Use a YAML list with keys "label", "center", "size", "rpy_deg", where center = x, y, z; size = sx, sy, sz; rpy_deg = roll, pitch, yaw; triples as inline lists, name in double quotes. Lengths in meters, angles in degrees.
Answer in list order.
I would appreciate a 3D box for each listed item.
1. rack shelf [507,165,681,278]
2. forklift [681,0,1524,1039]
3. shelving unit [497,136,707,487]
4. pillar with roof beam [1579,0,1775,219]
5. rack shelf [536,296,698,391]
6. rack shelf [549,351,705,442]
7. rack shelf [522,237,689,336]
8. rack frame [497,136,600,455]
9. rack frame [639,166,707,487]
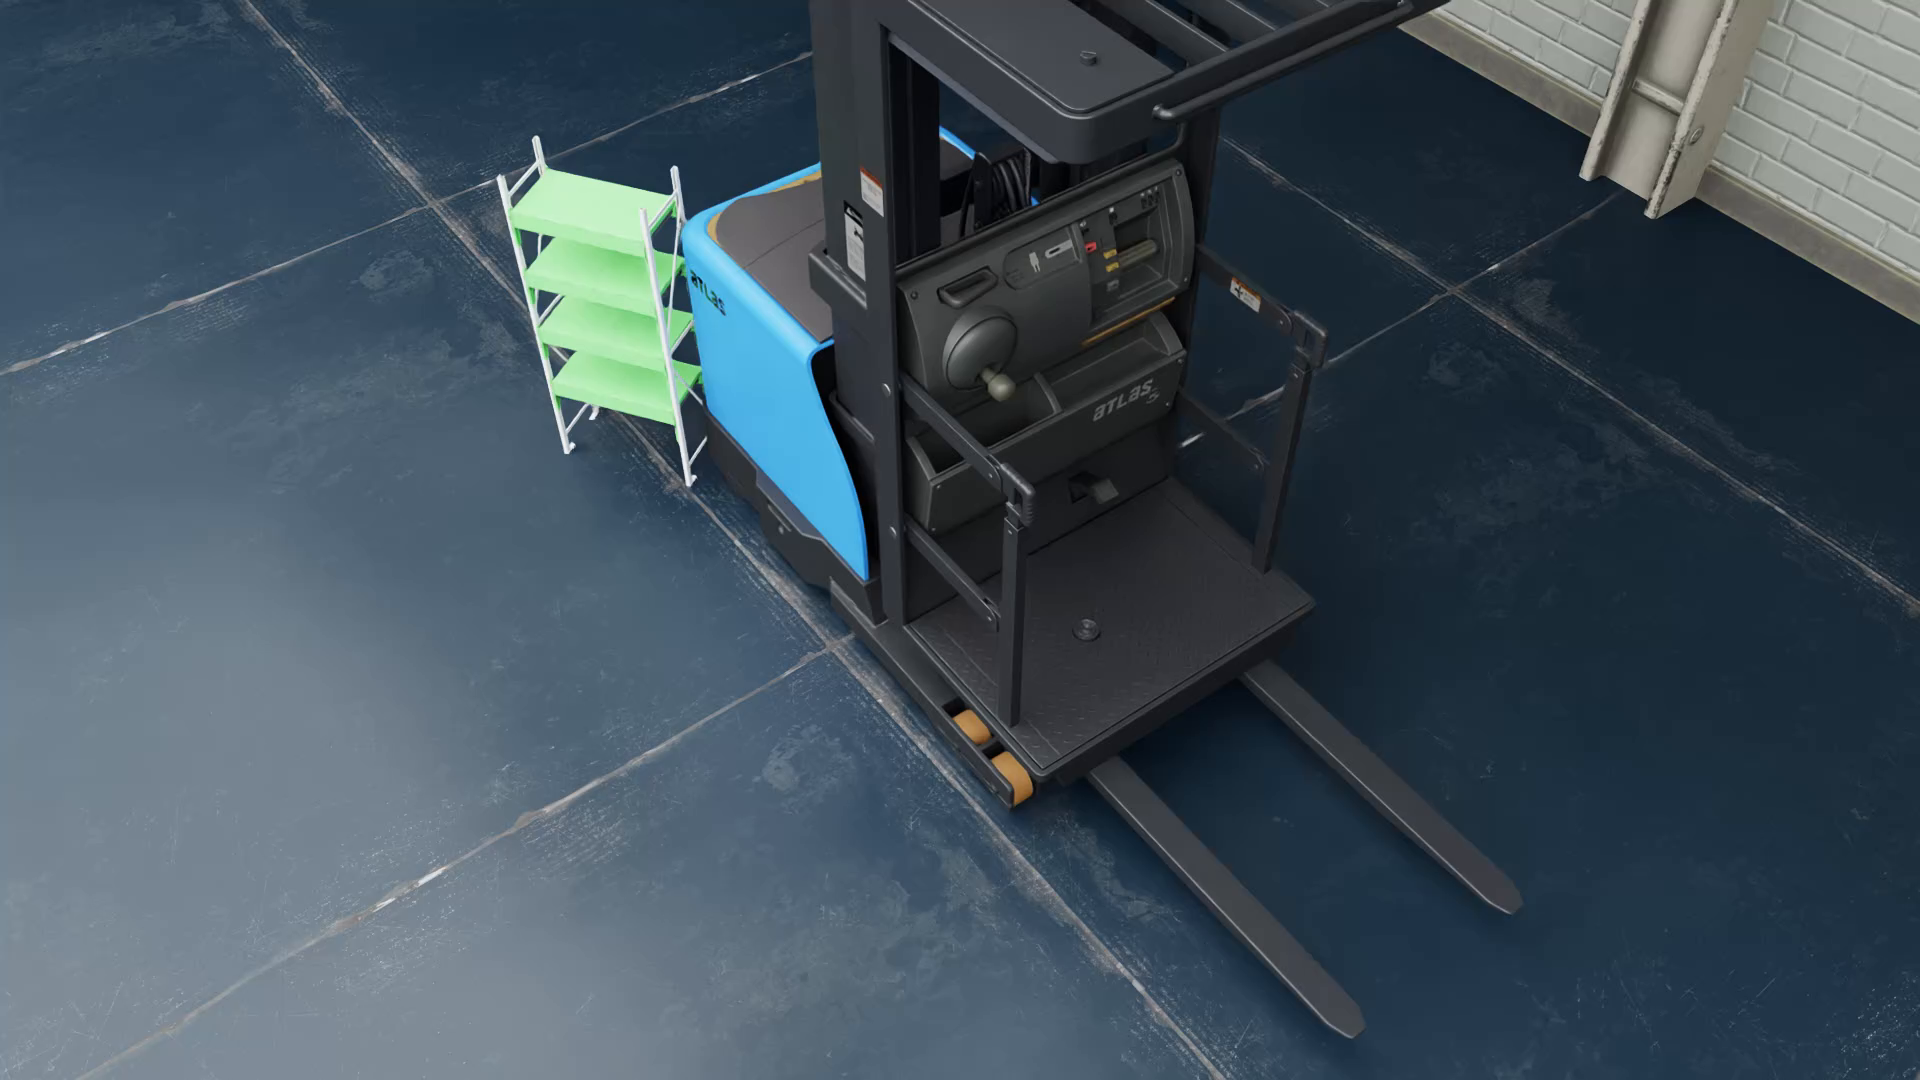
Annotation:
- label: "rack shelf"
  center: [-1.157, -1.018, 5.301]
  size: [0.480, 0.148, 0.258]
  rpy_deg: [15, 49, 13]
- label: "forklift"
  center: [0.382, -0.598, 4.314]
  size: [1.130, 2.935, 3.031]
  rpy_deg: [-29, 54, -23]
- label: "shelving unit"
  center: [-1.157, -0.738, 5.609]
  size: [0.503, 1.200, 0.258]
  rpy_deg: [15, 49, 13]
- label: "pillar with roof beam"
  center: [-0.516, -2.618, 2.049]
  size: [9.100, 9.000, 0.400]
  rpy_deg: [-29, 54, -24]
- label: "rack shelf"
  center: [-1.157, -0.695, 5.657]
  size: [0.480, 0.148, 0.258]
  rpy_deg: [15, 49, 13]
- label: "rack shelf"
  center: [-1.157, -0.534, 5.834]
  size: [0.480, 0.148, 0.258]
  rpy_deg: [15, 49, 13]
- label: "rack shelf"
  center: [-1.157, -0.857, 5.479]
  size: [0.480, 0.148, 0.258]
  rpy_deg: [15, 49, 13]
- label: "rack frame"
  center: [-1.387, -0.799, 5.664]
  size: [0.015, 1.200, 0.240]
  rpy_deg: [15, 49, 13]
- label: "rack frame"
  center: [-0.927, -0.678, 5.555]
  size: [0.015, 1.200, 0.240]
  rpy_deg: [15, 49, 13]
